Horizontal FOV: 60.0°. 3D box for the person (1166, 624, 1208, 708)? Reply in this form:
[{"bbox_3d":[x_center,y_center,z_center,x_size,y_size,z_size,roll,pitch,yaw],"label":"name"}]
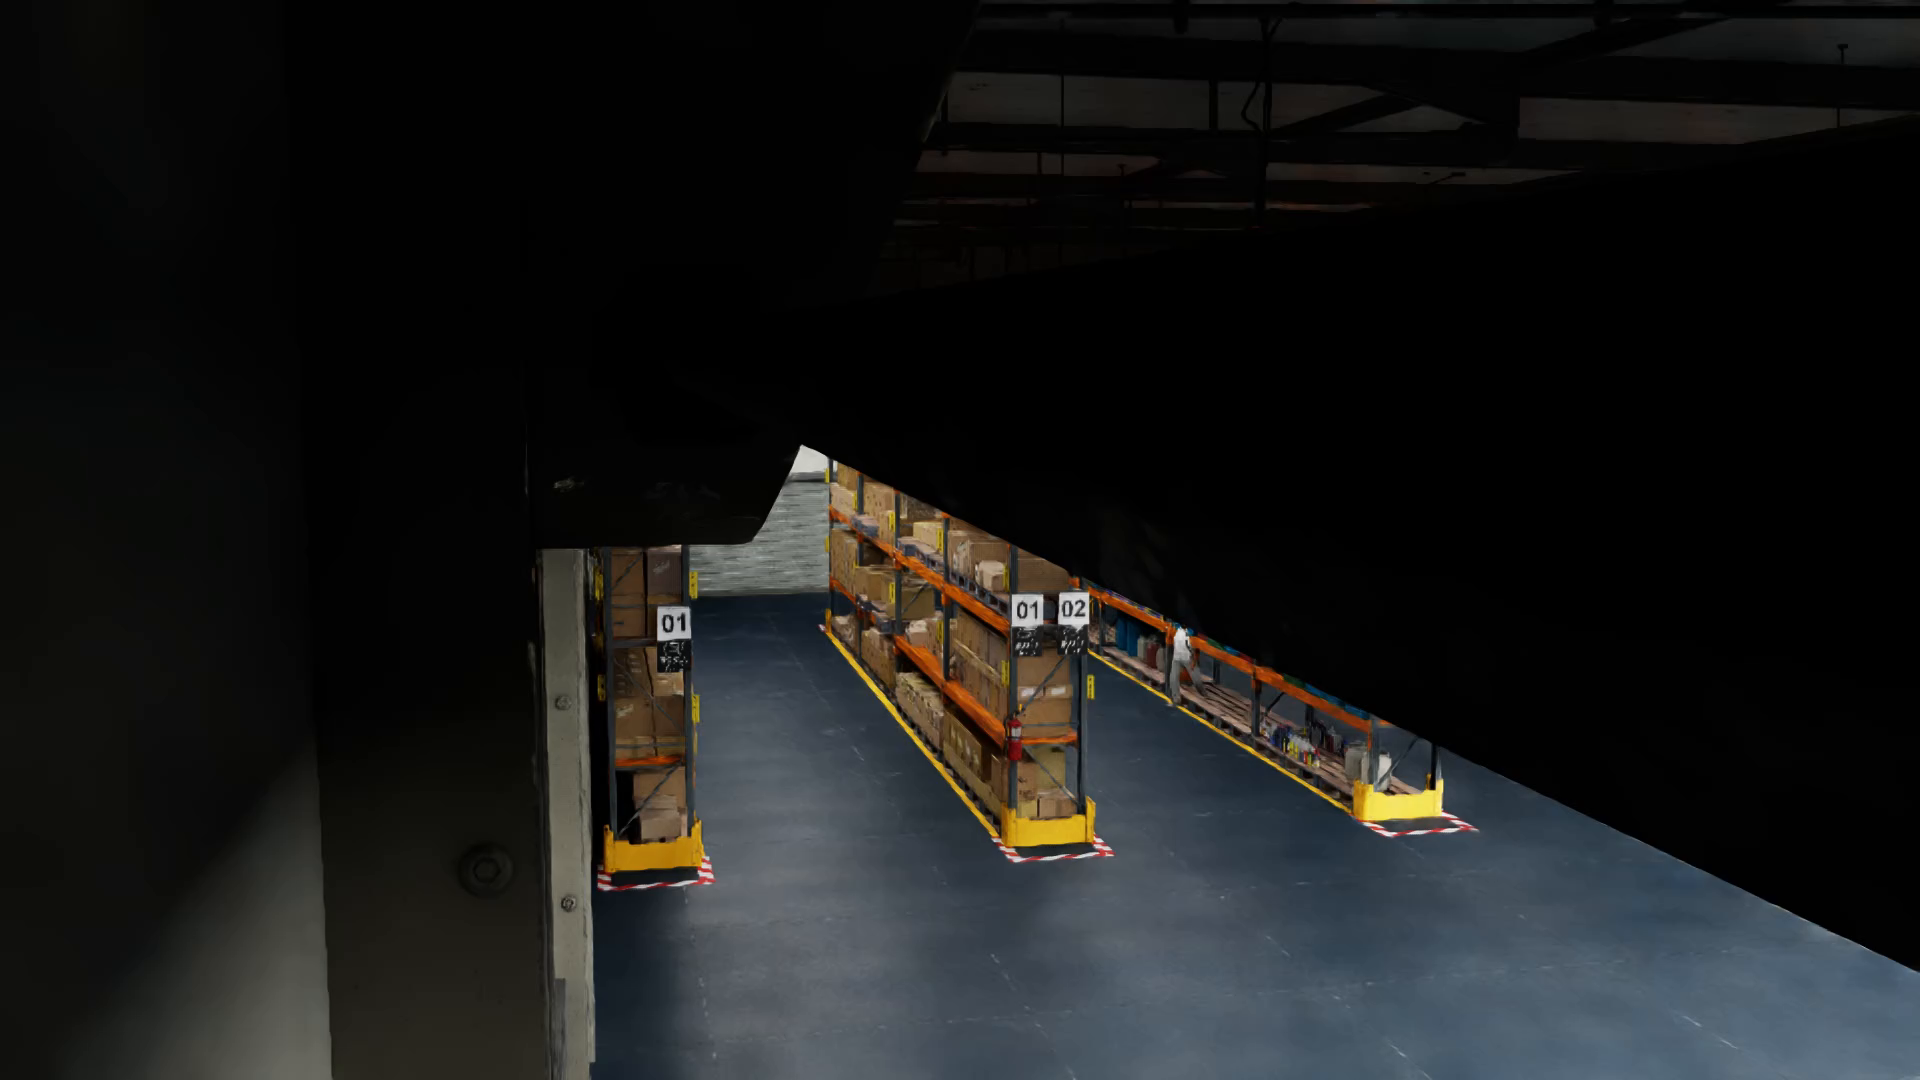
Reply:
[{"bbox_3d":[4.019,2.094,28.903,0.709,1.655,0.578,5,8,36],"label":"person"}]
